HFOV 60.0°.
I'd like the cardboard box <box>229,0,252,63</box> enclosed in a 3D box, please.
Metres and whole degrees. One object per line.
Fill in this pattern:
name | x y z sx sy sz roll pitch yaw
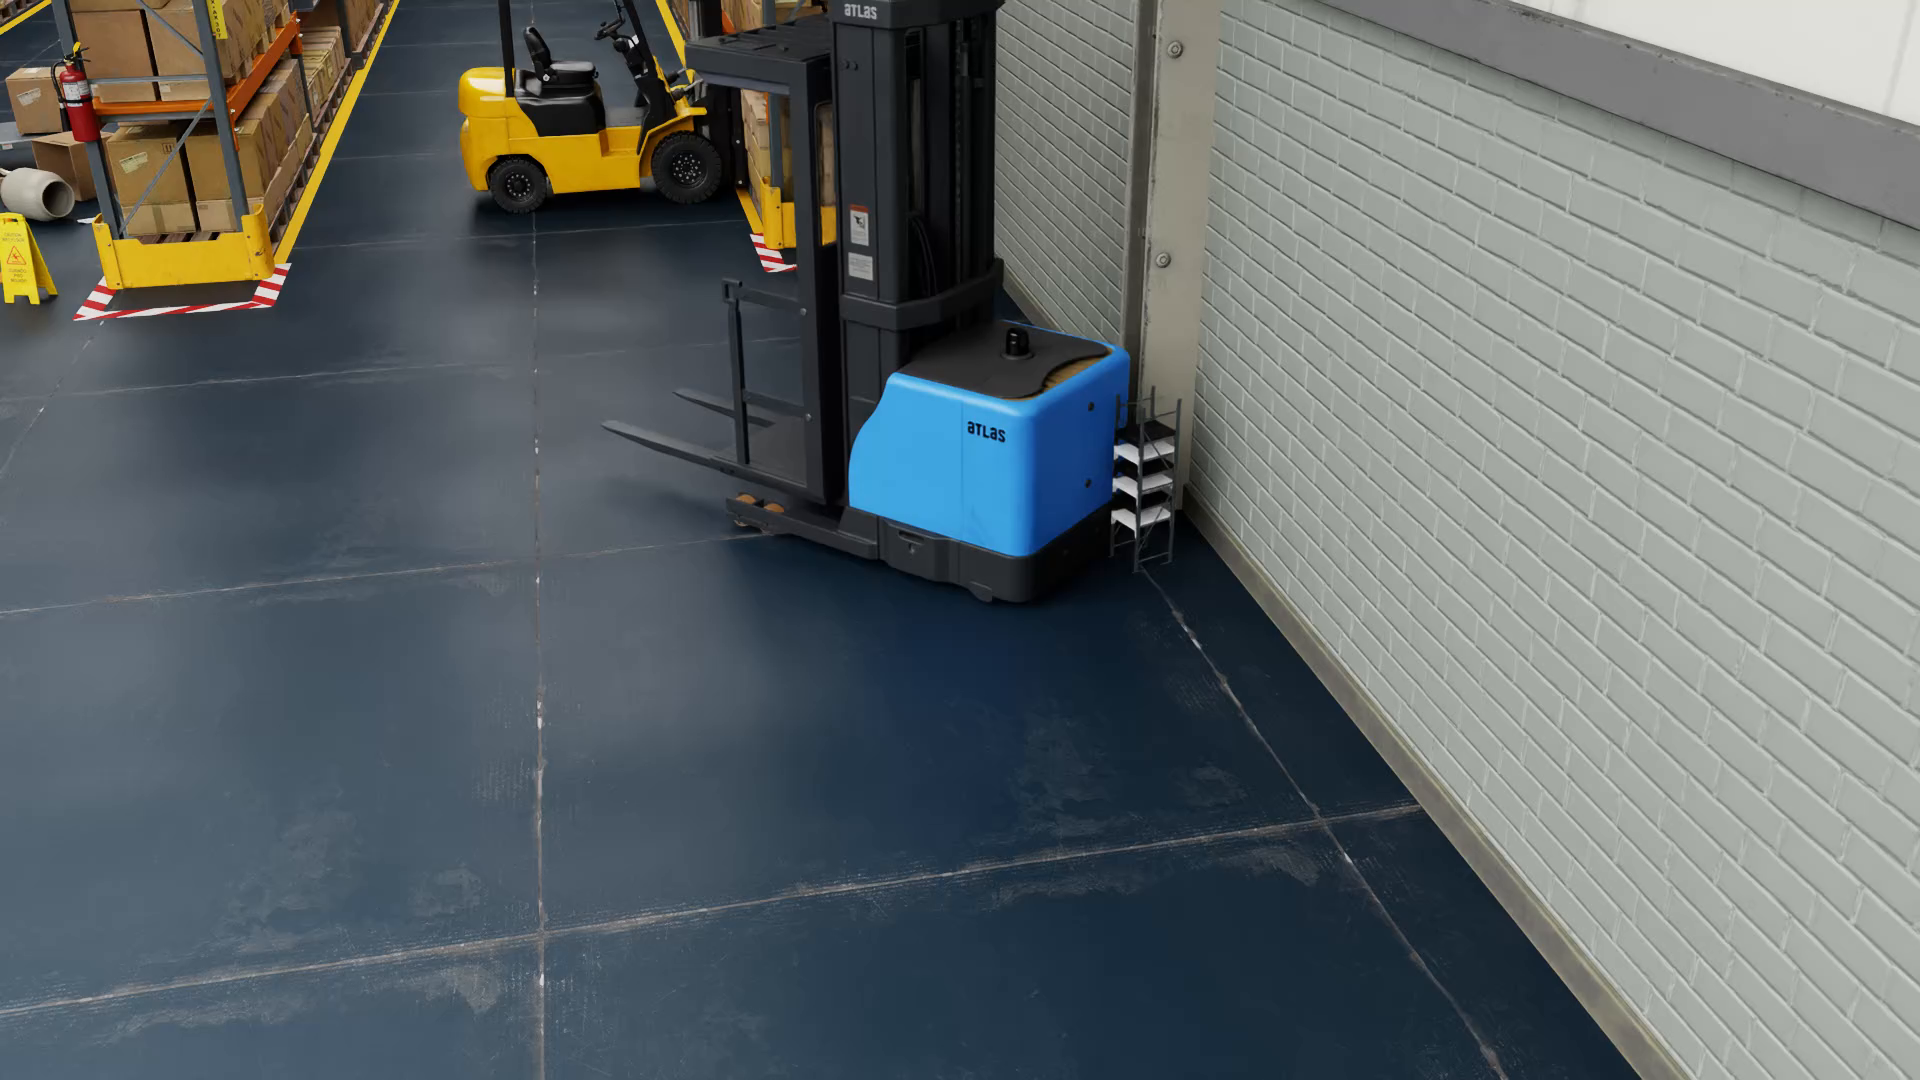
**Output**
cardboard box | -5.812 -3.955 12.815 0.500 0.500 0.500 -5 27 -10

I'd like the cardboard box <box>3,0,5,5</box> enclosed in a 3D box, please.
cardboard box | -13.295 -7.363 22.707 0.380 0.149 0.250 -6 27 -12

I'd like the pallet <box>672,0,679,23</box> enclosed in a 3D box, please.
pallet | -3.504 -7.490 23.355 1.003 0.211 1.213 -6 27 -12

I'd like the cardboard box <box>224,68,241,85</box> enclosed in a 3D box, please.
cardboard box | -5.782 -3.606 12.845 0.380 0.149 0.250 -7 28 -13

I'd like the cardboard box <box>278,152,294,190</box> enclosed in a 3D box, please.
cardboard box | -6.011 -3.120 14.187 0.500 0.250 0.500 -4 27 -8

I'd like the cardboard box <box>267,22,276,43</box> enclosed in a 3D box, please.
cardboard box | -6.155 -4.402 14.422 0.380 0.149 0.250 -6 27 -12

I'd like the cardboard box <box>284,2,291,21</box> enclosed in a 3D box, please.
cardboard box | -6.387 -4.848 15.305 0.380 0.149 0.250 -6 27 -12

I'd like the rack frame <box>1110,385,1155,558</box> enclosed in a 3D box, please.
rack frame | 0.872 -0.338 8.418 0.240 0.900 0.006 -16 31 -28

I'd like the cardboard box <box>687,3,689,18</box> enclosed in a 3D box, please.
cardboard box | -3.128 -6.567 20.741 0.500 0.500 0.500 -5 27 -10

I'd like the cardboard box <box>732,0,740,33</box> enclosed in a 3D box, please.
cardboard box | -1.735 -4.727 14.676 0.500 0.500 0.500 -6 27 -11

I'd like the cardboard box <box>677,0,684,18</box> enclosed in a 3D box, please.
cardboard box | -3.486 -7.244 22.081 0.500 0.500 0.500 -7 28 -13

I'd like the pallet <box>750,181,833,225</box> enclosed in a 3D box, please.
pallet | -1.233 -2.907 14.274 1.003 0.211 1.213 -6 27 -12

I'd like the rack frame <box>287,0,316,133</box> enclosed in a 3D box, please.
rack frame | -6.757 -5.070 15.466 1.000 3.000 0.127 -6 27 -12

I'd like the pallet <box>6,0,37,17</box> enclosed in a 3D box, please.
pallet | -13.824 -7.618 23.609 1.003 0.211 1.213 -6 27 -12

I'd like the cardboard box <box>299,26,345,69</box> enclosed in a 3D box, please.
cardboard box | -7.541 -5.592 18.950 0.950 0.372 0.625 -8 28 -15

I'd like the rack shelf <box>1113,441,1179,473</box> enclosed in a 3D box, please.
rack shelf | 0.925 -0.430 8.274 0.258 0.077 0.200 -16 31 -28

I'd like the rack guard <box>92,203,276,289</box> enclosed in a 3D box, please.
rack guard | -5.873 -2.232 12.617 1.175 0.500 0.348 -6 27 -12

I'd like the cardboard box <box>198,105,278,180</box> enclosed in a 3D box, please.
cardboard box | -5.896 -3.231 13.575 0.500 0.500 0.500 -7 28 -14

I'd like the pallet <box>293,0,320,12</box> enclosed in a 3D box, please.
pallet | -6.787 -5.335 16.204 1.003 0.211 1.213 -6 27 -12

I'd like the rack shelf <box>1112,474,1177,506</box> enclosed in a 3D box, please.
rack shelf | 0.926 -0.269 8.356 0.258 0.077 0.200 -16 31 -28

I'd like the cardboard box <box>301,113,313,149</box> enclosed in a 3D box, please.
cardboard box | -6.362 -3.798 15.531 0.500 0.250 0.500 -5 27 -9

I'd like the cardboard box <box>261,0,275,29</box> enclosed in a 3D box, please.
cardboard box | -6.170 -4.625 14.144 0.500 0.500 0.500 -5 27 -10

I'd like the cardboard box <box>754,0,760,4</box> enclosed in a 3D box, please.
cardboard box | -1.458 -4.387 13.282 0.380 0.149 0.250 -6 27 -11

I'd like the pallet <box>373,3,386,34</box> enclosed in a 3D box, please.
pallet | -8.312 -7.006 22.397 1.003 0.211 1.213 -6 27 -12

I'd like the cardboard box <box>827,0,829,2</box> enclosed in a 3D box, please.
cardboard box | -0.844 -4.329 13.168 0.380 0.149 0.250 -7 28 -13

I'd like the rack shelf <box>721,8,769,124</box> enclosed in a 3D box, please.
rack shelf | -1.471 -4.377 14.891 1.077 0.370 4.000 -6 27 -12

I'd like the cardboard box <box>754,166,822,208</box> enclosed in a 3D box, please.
cardboard box | -1.434 -2.954 13.859 0.500 0.250 0.500 -6 27 -11

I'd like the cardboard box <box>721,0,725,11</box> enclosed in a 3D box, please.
cardboard box | -2.076 -5.399 16.007 0.500 0.500 0.500 -7 28 -13

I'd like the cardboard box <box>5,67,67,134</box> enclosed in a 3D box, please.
cardboard box | -8.484 -4.098 15.475 0.500 0.500 0.500 -6 27 -12

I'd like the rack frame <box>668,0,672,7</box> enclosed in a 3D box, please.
rack frame | -3.725 -9.088 23.426 1.000 3.000 0.127 -6 27 -12

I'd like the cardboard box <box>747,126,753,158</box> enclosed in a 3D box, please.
cardboard box | -1.537 -3.406 14.200 0.500 0.250 0.500 -6 27 -12

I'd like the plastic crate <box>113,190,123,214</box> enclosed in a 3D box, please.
plastic crate | -7.202 -2.994 14.594 0.402 0.080 0.583 -16 31 -29

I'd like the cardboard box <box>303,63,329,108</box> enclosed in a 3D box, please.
cardboard box | -7.043 -4.630 17.044 0.950 0.372 0.625 -4 27 -8

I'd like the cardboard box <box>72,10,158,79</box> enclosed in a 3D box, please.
cardboard box | -6.246 -3.702 12.314 0.500 0.500 0.500 -6 27 -13

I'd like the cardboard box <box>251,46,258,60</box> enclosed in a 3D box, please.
cardboard box | -6.034 -4.061 13.746 0.380 0.149 0.250 -7 28 -13

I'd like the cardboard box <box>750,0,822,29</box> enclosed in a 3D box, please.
cardboard box | -1.387 -4.054 13.342 0.500 0.500 0.500 -7 28 -13

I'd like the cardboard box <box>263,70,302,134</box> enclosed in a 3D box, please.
cardboard box | -6.246 -3.909 14.920 0.500 0.500 0.500 -5 27 -11

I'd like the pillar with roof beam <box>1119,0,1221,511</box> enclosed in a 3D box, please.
pillar with roof beam | -3.141 -3.824 6.340 9.100 9.000 0.400 -6 27 -12

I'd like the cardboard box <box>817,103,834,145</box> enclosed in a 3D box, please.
cardboard box | -0.944 -3.456 13.745 0.500 0.250 0.500 -6 27 -12

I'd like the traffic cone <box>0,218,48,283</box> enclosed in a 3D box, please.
traffic cone | -7.209 -2.240 12.673 0.336 0.463 0.334 -6 27 -12

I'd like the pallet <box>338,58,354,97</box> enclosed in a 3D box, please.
pallet | -7.484 -5.238 18.894 1.003 0.211 1.213 -6 27 -12

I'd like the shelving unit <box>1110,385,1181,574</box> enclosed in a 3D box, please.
shelving unit | 0.926 -0.299 8.341 0.258 0.900 0.210 -16 31 -28

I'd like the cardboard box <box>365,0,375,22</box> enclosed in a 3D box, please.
cardboard box | -8.131 -7.161 21.501 0.875 0.875 0.875 -5 27 -10

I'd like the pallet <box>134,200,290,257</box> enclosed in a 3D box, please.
pallet | -6.021 -2.463 13.396 1.003 0.211 1.213 -6 27 -12

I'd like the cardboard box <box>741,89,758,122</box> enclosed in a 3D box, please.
cardboard box | -1.672 -3.841 14.506 0.500 0.250 0.500 -6 27 -11

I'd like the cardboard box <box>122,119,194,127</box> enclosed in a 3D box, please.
cardboard box | -6.411 -3.163 13.441 0.500 0.500 0.500 -5 27 -10

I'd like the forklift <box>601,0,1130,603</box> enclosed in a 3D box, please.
forklift | -0.639 -1.509 8.486 3.031 2.935 1.130 17 32 31
